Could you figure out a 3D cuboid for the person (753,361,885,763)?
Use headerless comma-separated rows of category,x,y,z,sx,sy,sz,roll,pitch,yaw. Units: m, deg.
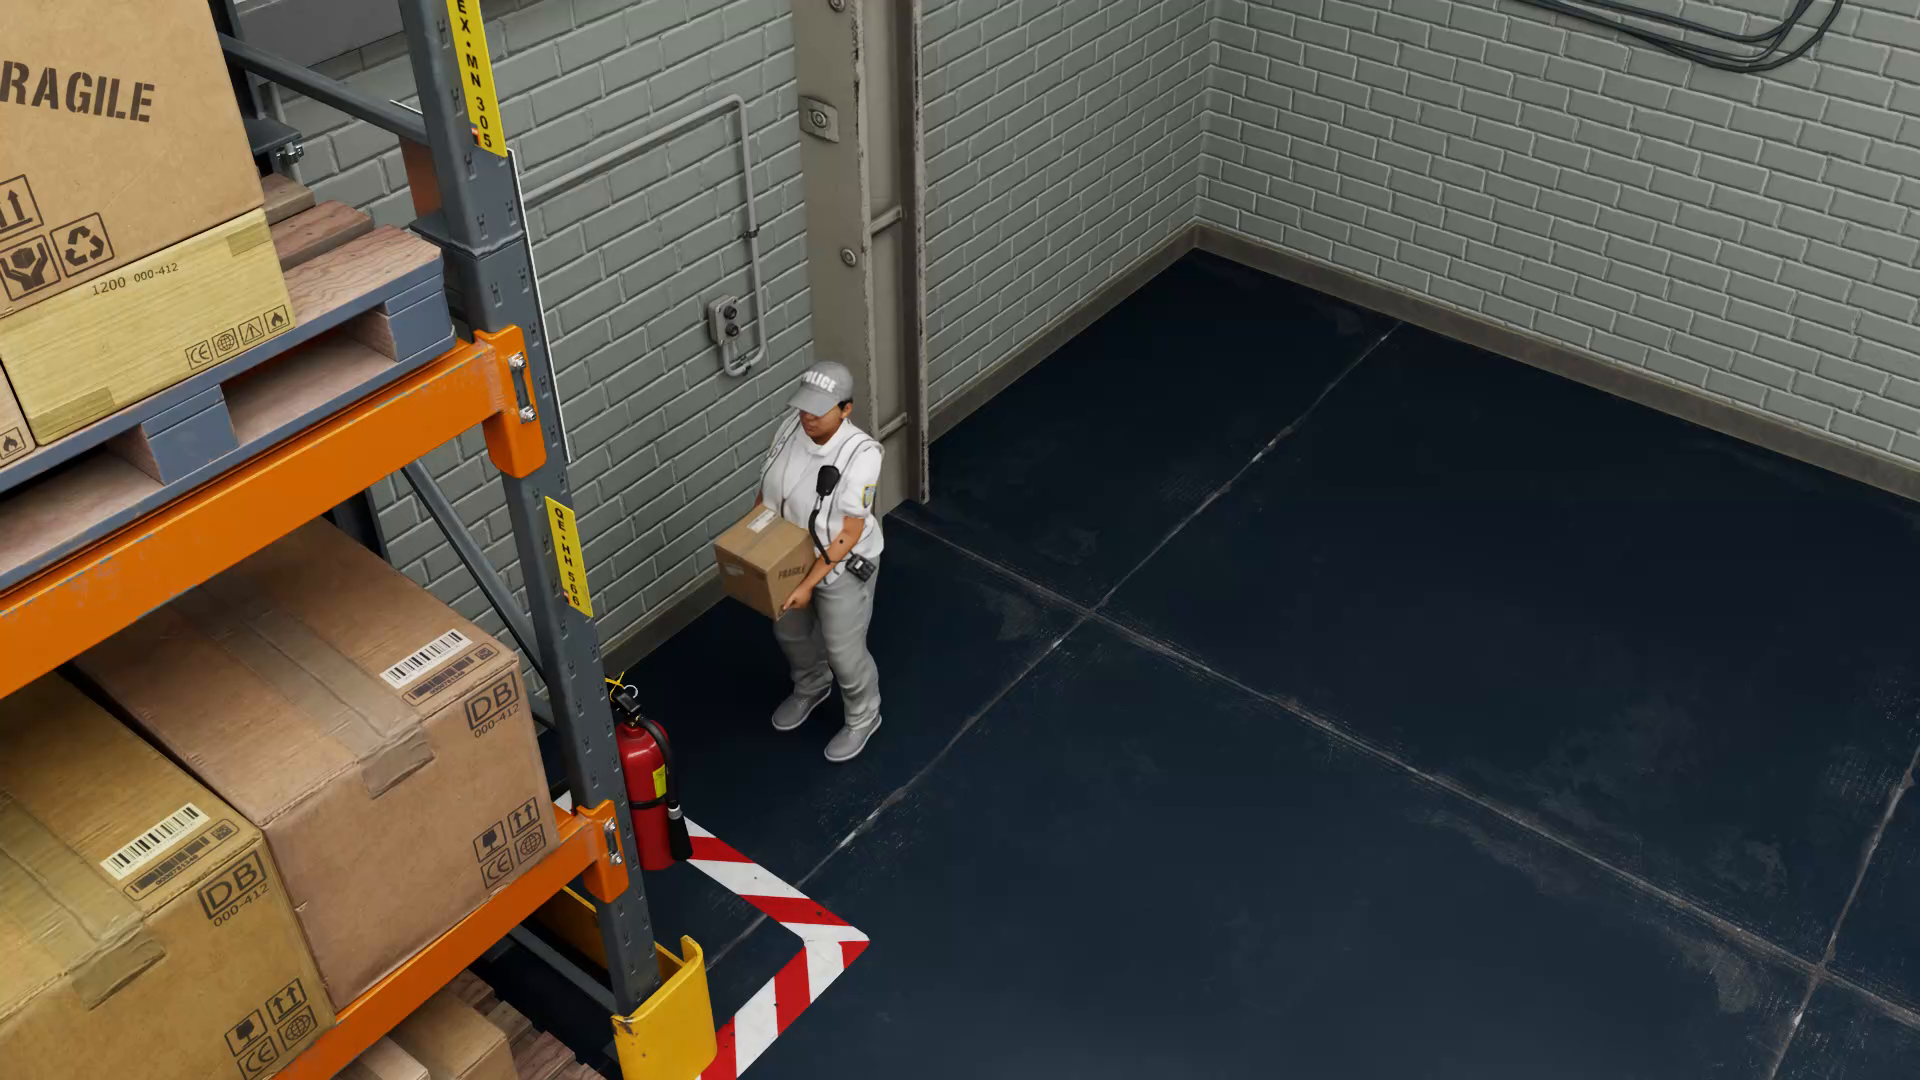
person,-0.544,0.114,6.020,0.453,1.653,0.541,26,46,28
